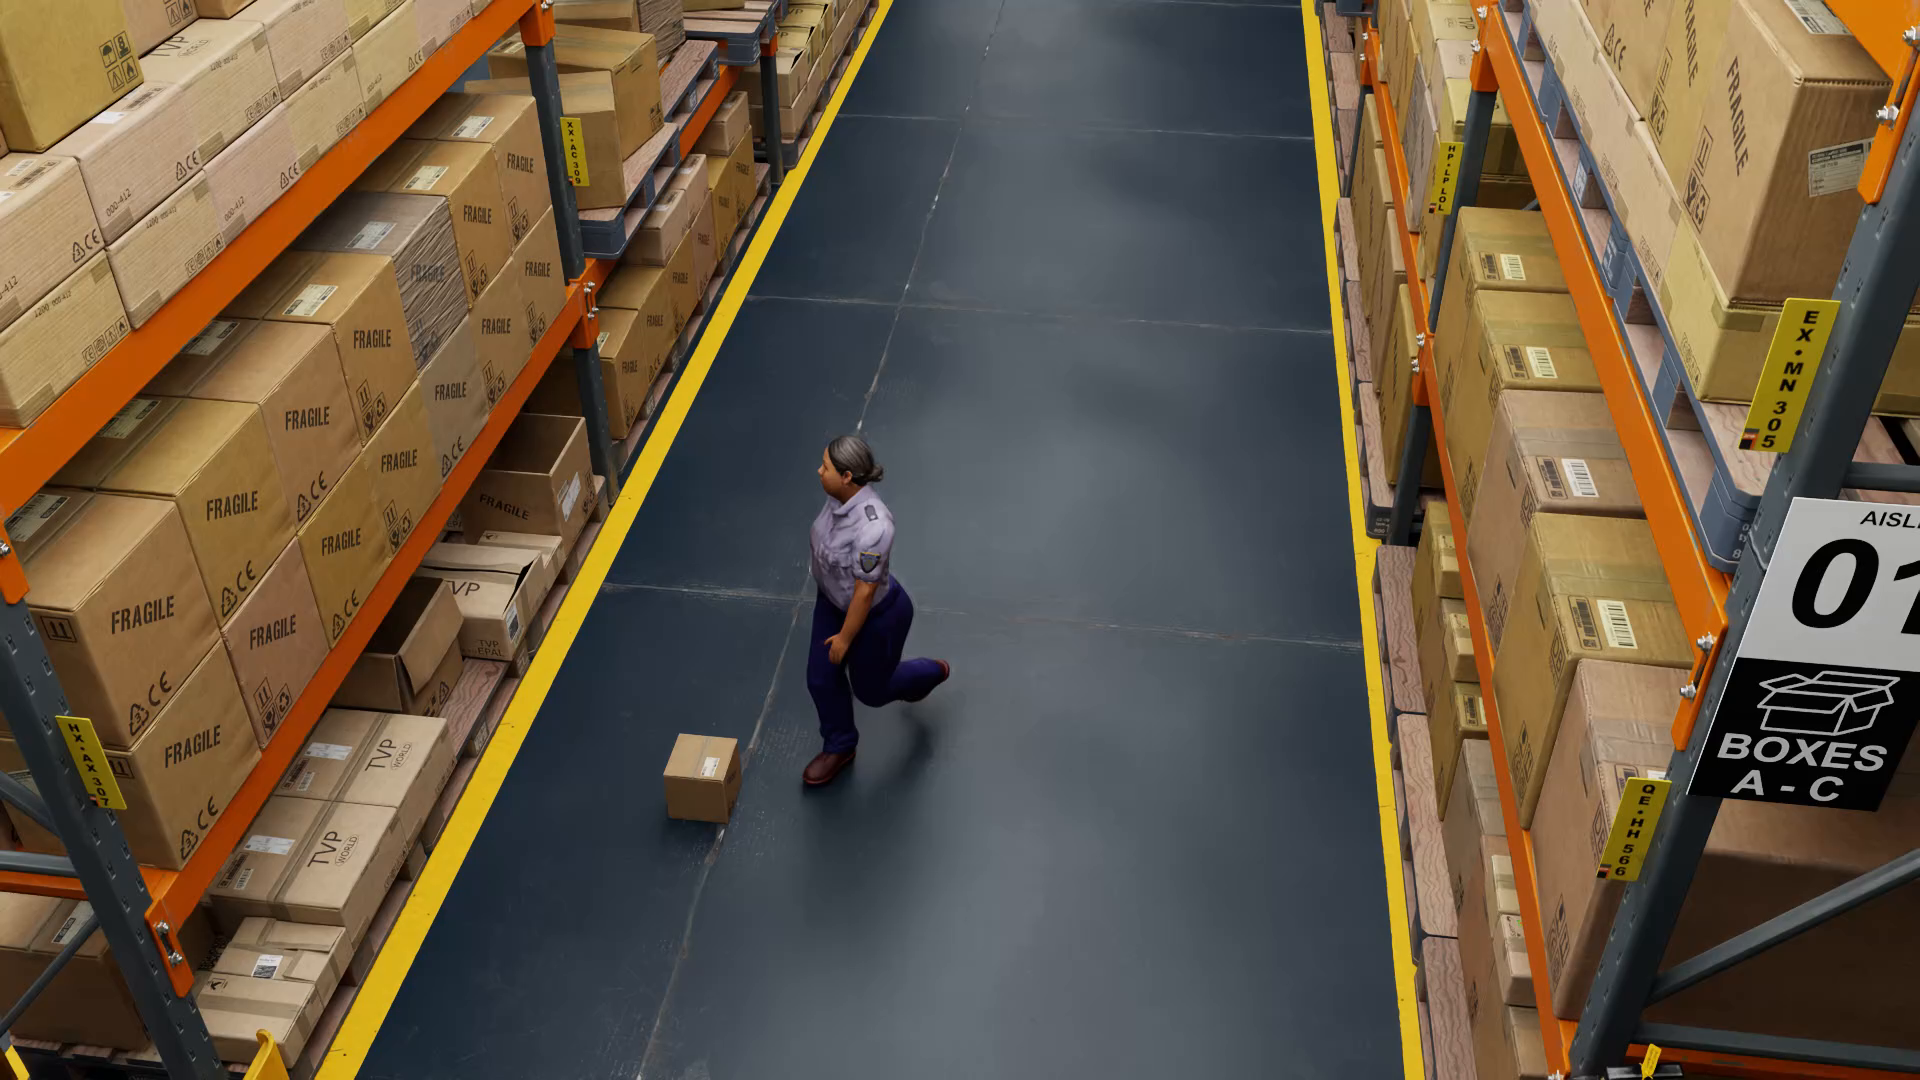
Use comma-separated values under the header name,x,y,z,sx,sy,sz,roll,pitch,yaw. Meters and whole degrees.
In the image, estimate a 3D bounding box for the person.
name,x,y,z,sx,sy,sz,roll,pitch,yaw
person,-0.360,0.246,6.726,0.770,1.596,0.474,-26,44,-31
